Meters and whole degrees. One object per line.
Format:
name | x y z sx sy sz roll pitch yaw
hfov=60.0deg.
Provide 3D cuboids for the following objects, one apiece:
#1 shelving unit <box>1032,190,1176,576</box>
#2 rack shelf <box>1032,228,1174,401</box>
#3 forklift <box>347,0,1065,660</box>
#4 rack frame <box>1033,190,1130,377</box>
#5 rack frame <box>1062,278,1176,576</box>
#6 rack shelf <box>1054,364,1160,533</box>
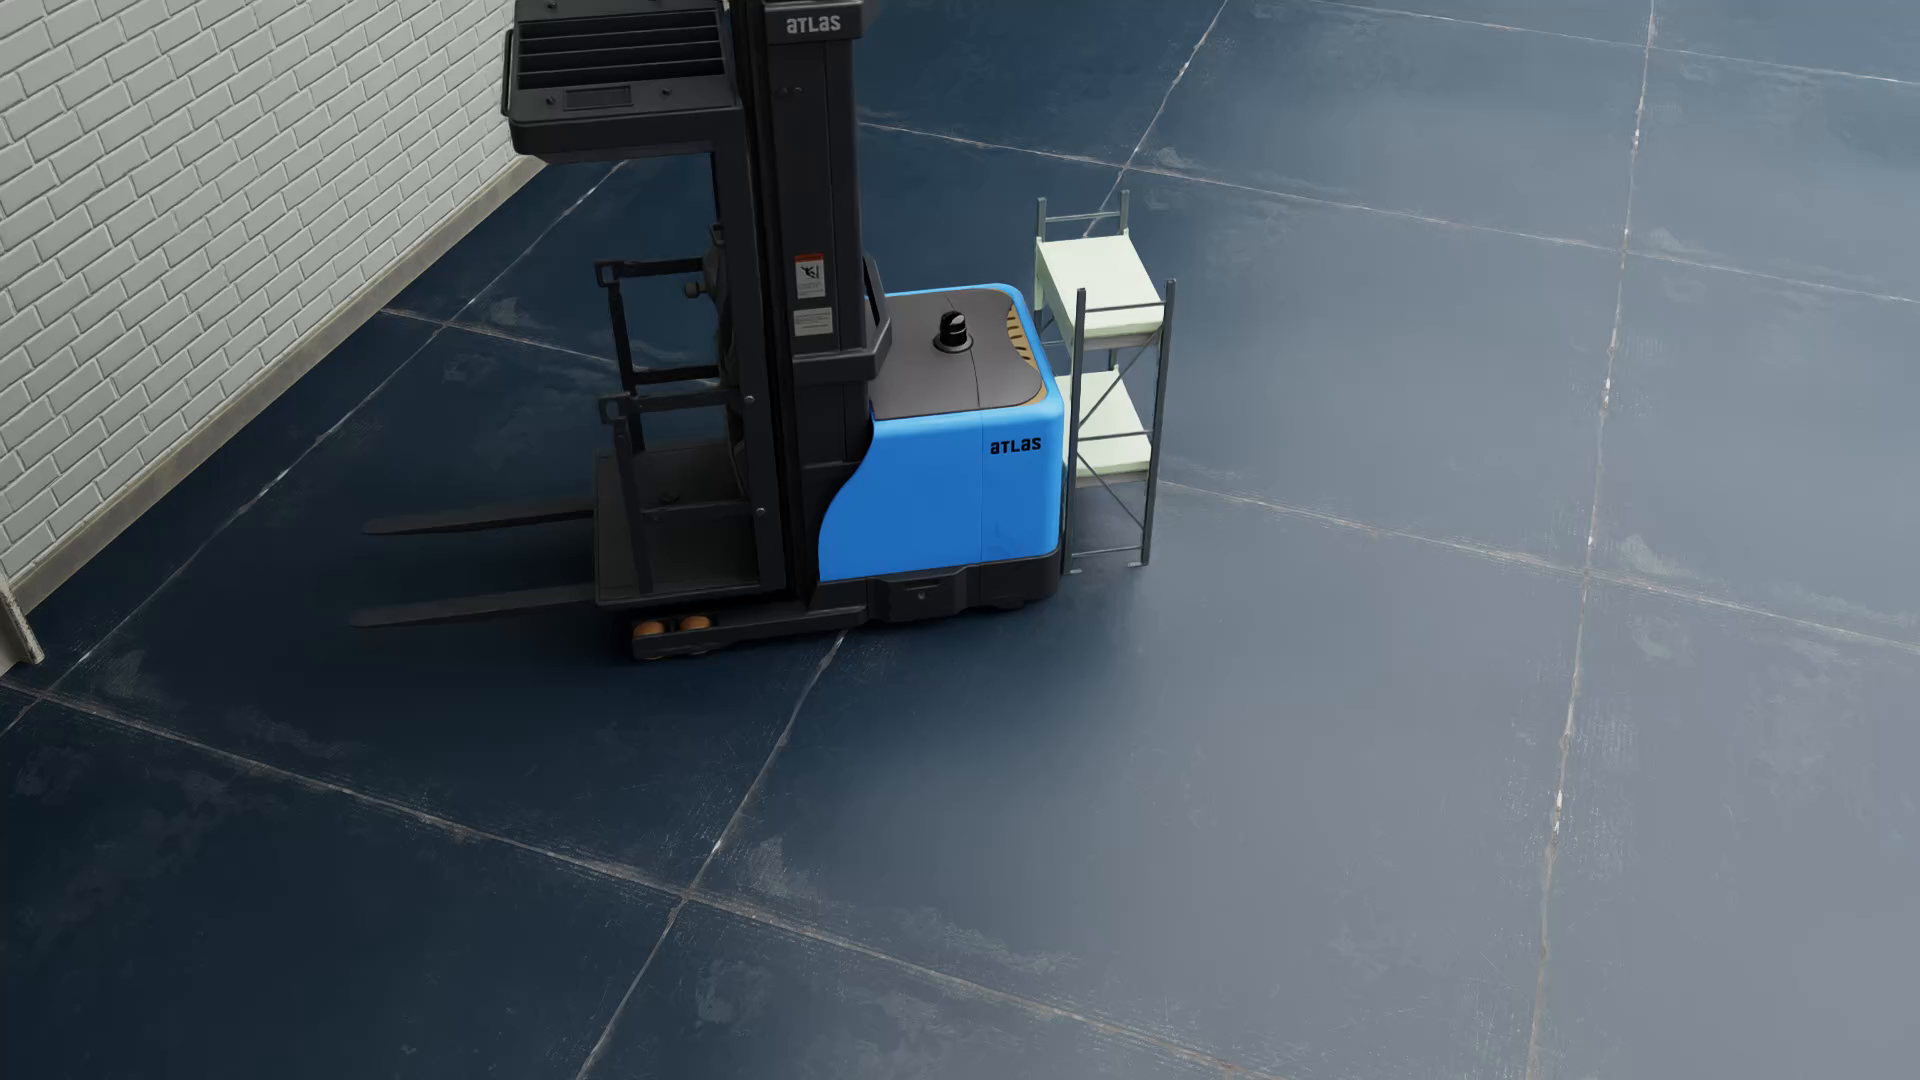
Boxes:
shelving unit | 0.595 -0.673 7.337 0.431 1.500 0.755 -7 41 -8
rack shelf | 0.595 -0.970 7.084 0.431 0.370 0.720 -7 41 -8
forklift | -1.127 -0.976 6.590 3.031 2.935 1.130 -7 41 -8
rack frame | 0.530 -0.907 7.611 0.400 1.500 0.023 -7 41 -8
rack frame | 0.660 -0.440 7.063 0.400 1.500 0.023 -7 41 -8
rack shelf | 0.595 -0.425 7.549 0.431 0.370 0.720 -7 41 -8
